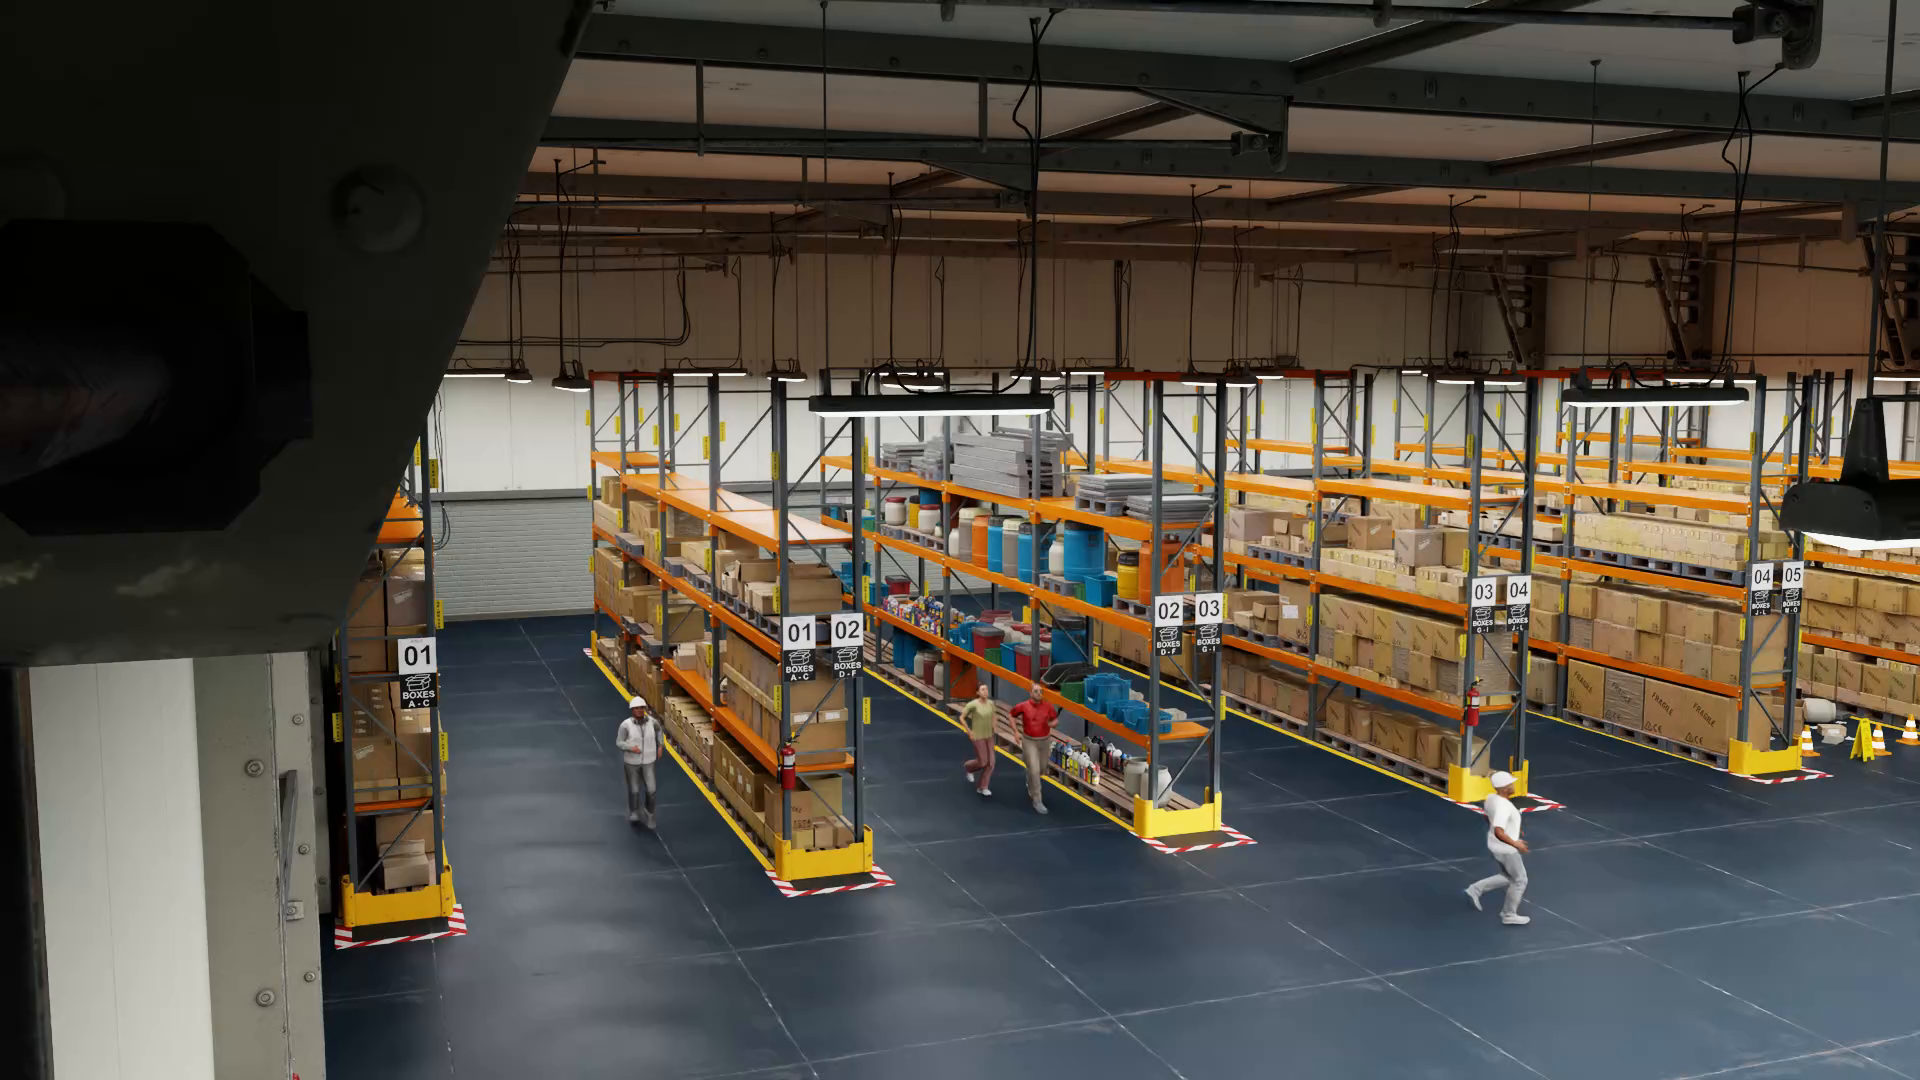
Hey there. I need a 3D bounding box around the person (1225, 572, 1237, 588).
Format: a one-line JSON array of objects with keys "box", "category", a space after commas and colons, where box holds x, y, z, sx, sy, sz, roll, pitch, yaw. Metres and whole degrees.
[{"box": [6.812, 0.945, 41.529, 0.489, 1.527, 0.579, 0, 6, -2], "category": "person"}]

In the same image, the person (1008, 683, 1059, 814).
[{"box": [1.063, 2.862, 23.264, 0.658, 1.725, 0.976, -3, 7, -22], "category": "person"}]

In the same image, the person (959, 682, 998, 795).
[{"box": [0.299, 2.846, 24.029, 0.596, 1.624, 0.597, -4, 8, -32], "category": "person"}]

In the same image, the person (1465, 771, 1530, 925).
[{"box": [6.006, 3.418, 18.476, 0.696, 1.723, 0.704, 1, 6, 5], "category": "person"}]

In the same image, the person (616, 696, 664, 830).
[{"box": [-4.260, 2.993, 22.232, 0.669, 1.829, 0.726, -2, 7, -21], "category": "person"}]
